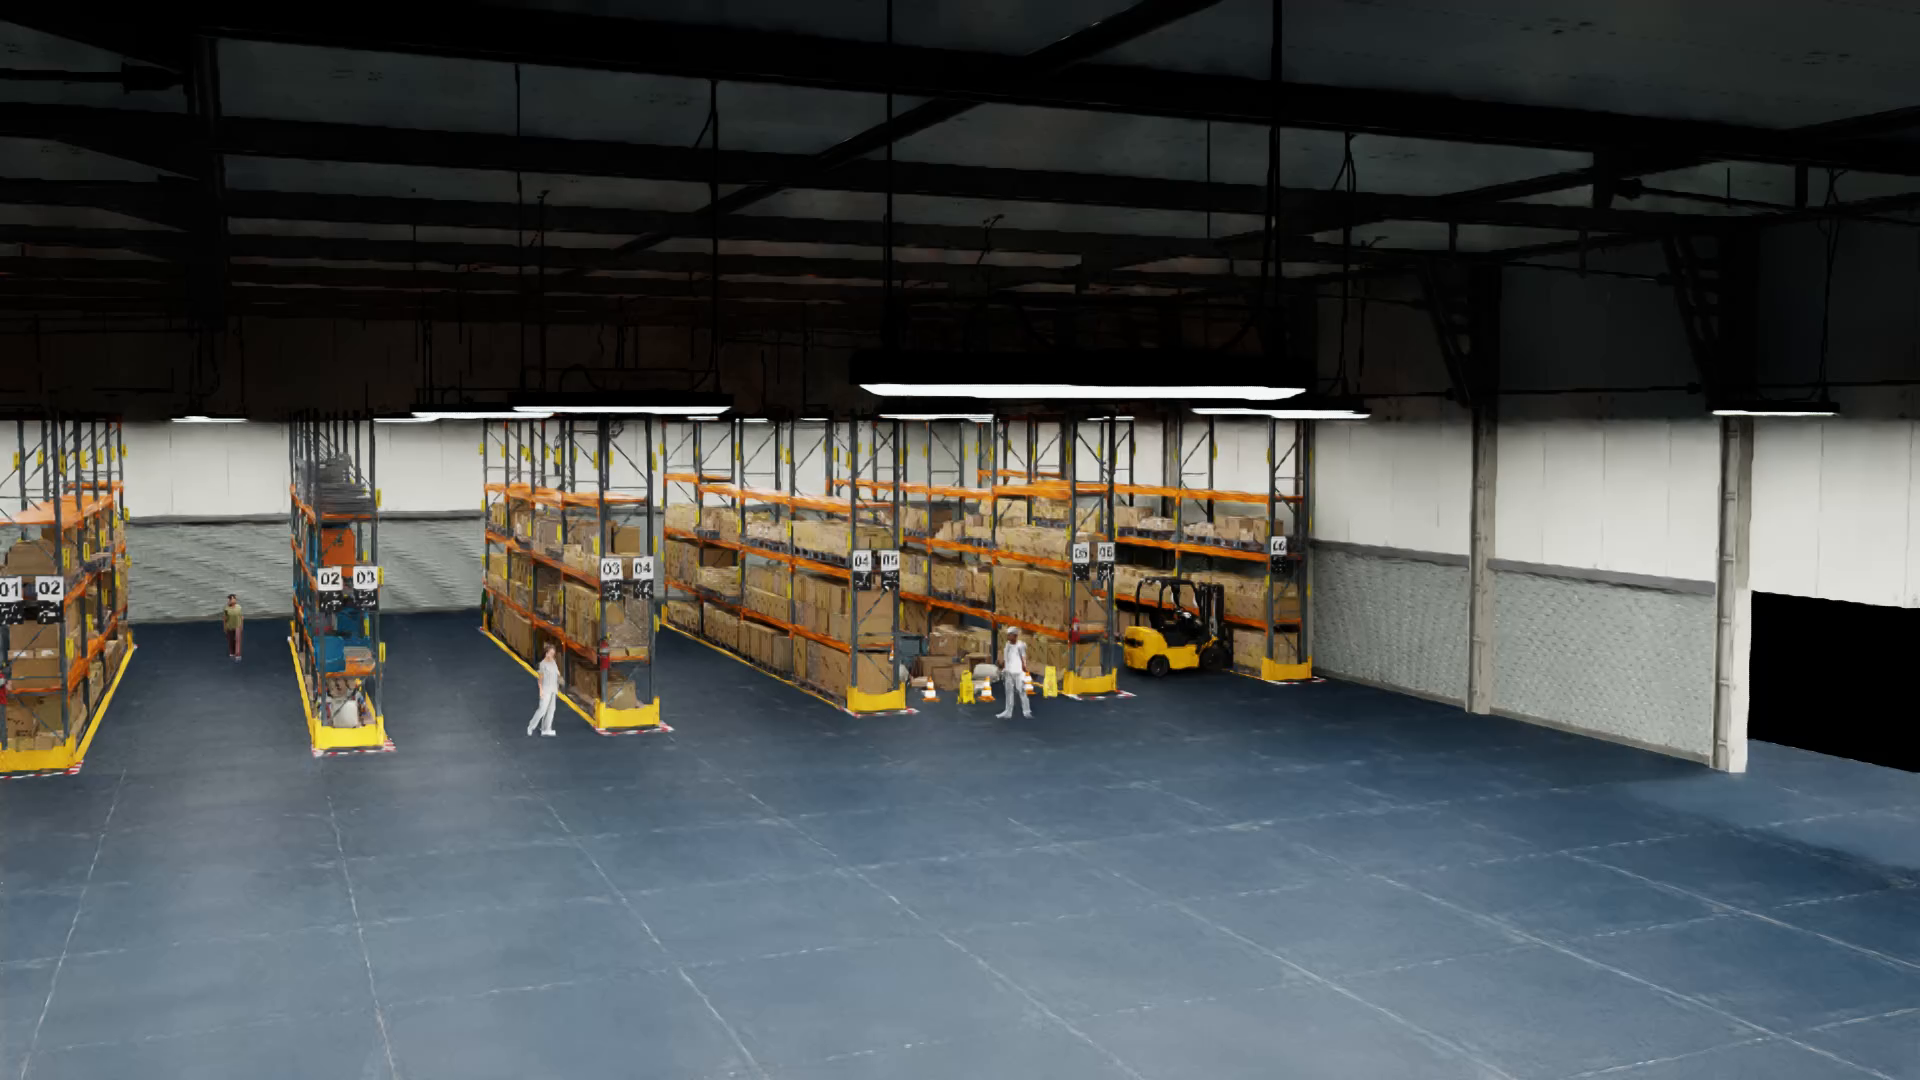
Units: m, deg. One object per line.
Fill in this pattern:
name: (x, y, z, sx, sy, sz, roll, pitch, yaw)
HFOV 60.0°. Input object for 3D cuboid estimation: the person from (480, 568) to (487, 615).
person: (-13.928, 1.391, 49.418, 0.678, 1.715, 0.827, -3, 5, -41)

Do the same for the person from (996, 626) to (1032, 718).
person: (1.066, 2.569, 32.353, 0.552, 1.789, 0.679, -4, 5, -42)

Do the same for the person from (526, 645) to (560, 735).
person: (-7.649, 2.752, 30.463, 0.489, 1.665, 0.625, 2, 4, 27)

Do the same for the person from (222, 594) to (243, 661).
person: (-17.574, 2.098, 40.179, 0.448, 1.590, 1.109, -1, 4, -20)
